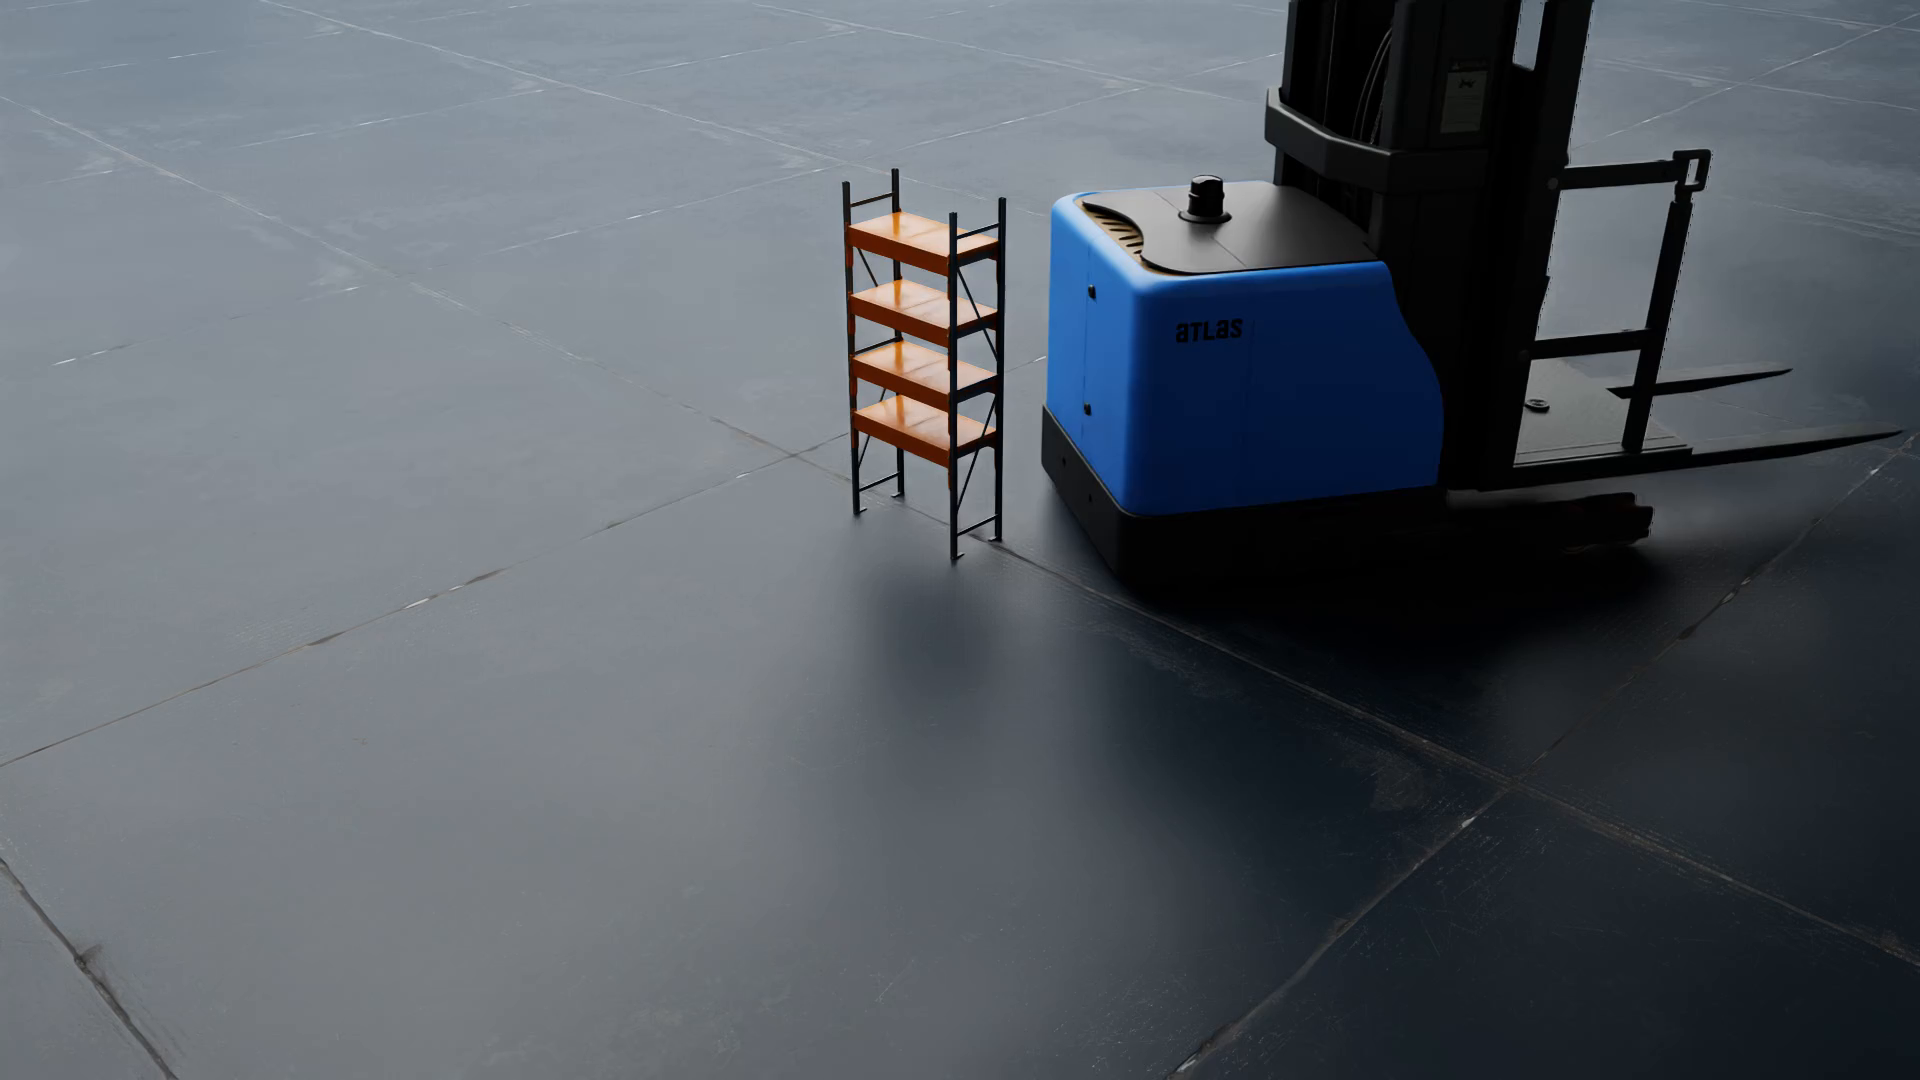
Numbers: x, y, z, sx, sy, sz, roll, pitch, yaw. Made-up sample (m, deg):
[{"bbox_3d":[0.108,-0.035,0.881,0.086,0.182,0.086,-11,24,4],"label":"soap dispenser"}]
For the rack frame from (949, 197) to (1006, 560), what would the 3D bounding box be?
[{"bbox_3d":[0.056,-0.505,5.422,0.015,1.200,0.240,25,36,38],"label":"rack frame"}]

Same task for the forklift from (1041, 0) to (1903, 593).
[{"bbox_3d":[1.873,-1.481,5.418,3.031,2.935,1.130,-6,28,-12],"label":"forklift"}]

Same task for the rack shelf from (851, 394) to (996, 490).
[{"bbox_3d":[-0.118,-0.350,5.697,0.480,0.148,0.258,25,36,38],"label":"rack shelf"}]

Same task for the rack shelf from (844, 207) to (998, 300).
[{"bbox_3d":[-0.118,-0.933,5.391,0.480,0.148,0.258,25,36,38],"label":"rack shelf"}]

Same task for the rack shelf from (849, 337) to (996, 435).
[{"bbox_3d":[-0.118,-0.526,5.605,0.480,0.148,0.258,25,36,38],"label":"rack shelf"}]

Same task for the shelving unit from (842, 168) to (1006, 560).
[{"bbox_3d":[-0.118,-0.585,5.573,0.503,1.200,0.258,25,36,38],"label":"shelving unit"}]

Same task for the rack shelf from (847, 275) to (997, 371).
[{"bbox_3d":[-0.118,-0.724,5.501,0.480,0.148,0.258,25,36,38],"label":"rack shelf"}]

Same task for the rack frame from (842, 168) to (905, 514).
[{"bbox_3d":[-0.292,-0.665,5.725,0.015,1.200,0.240,25,36,38],"label":"rack frame"}]
